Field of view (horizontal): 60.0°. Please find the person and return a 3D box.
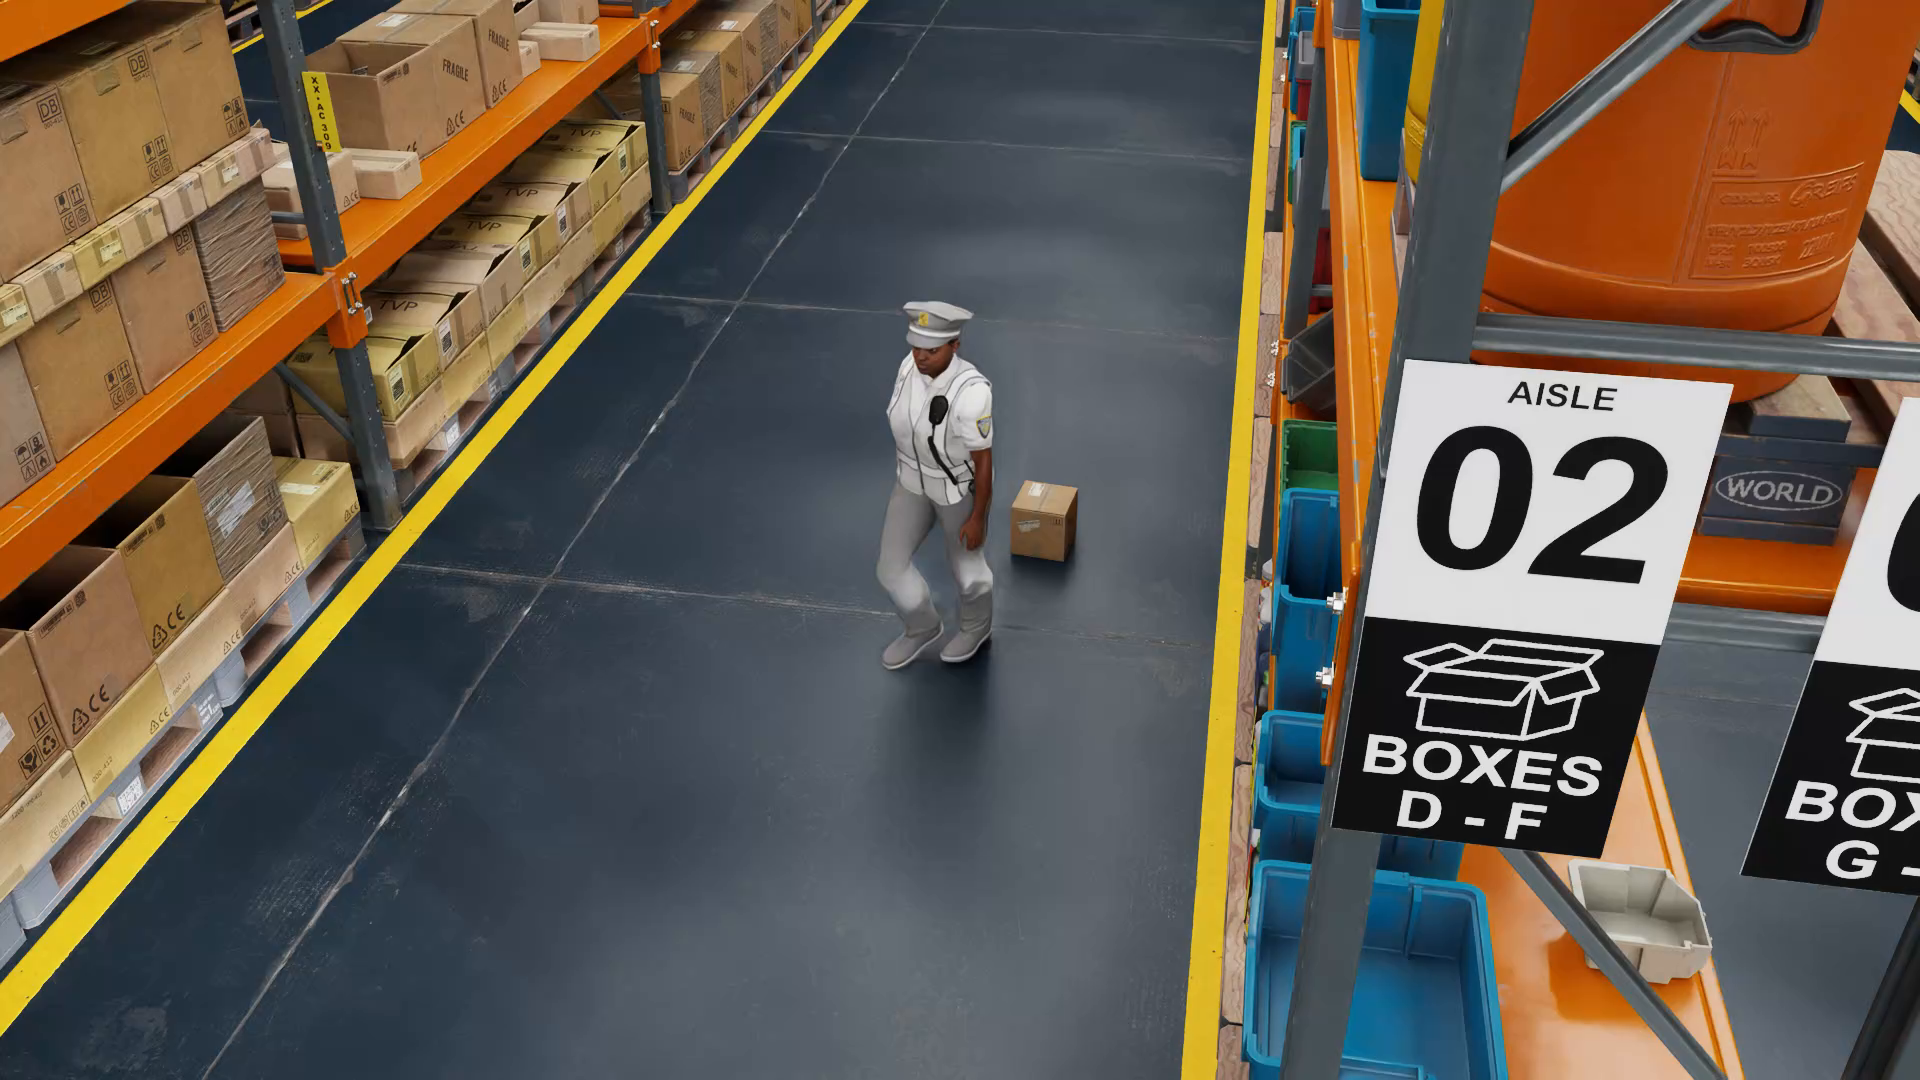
[{"bbox_3d":[-0.045,-0.189,6.415,0.477,1.680,0.528,22,39,30],"label":"person"}]
